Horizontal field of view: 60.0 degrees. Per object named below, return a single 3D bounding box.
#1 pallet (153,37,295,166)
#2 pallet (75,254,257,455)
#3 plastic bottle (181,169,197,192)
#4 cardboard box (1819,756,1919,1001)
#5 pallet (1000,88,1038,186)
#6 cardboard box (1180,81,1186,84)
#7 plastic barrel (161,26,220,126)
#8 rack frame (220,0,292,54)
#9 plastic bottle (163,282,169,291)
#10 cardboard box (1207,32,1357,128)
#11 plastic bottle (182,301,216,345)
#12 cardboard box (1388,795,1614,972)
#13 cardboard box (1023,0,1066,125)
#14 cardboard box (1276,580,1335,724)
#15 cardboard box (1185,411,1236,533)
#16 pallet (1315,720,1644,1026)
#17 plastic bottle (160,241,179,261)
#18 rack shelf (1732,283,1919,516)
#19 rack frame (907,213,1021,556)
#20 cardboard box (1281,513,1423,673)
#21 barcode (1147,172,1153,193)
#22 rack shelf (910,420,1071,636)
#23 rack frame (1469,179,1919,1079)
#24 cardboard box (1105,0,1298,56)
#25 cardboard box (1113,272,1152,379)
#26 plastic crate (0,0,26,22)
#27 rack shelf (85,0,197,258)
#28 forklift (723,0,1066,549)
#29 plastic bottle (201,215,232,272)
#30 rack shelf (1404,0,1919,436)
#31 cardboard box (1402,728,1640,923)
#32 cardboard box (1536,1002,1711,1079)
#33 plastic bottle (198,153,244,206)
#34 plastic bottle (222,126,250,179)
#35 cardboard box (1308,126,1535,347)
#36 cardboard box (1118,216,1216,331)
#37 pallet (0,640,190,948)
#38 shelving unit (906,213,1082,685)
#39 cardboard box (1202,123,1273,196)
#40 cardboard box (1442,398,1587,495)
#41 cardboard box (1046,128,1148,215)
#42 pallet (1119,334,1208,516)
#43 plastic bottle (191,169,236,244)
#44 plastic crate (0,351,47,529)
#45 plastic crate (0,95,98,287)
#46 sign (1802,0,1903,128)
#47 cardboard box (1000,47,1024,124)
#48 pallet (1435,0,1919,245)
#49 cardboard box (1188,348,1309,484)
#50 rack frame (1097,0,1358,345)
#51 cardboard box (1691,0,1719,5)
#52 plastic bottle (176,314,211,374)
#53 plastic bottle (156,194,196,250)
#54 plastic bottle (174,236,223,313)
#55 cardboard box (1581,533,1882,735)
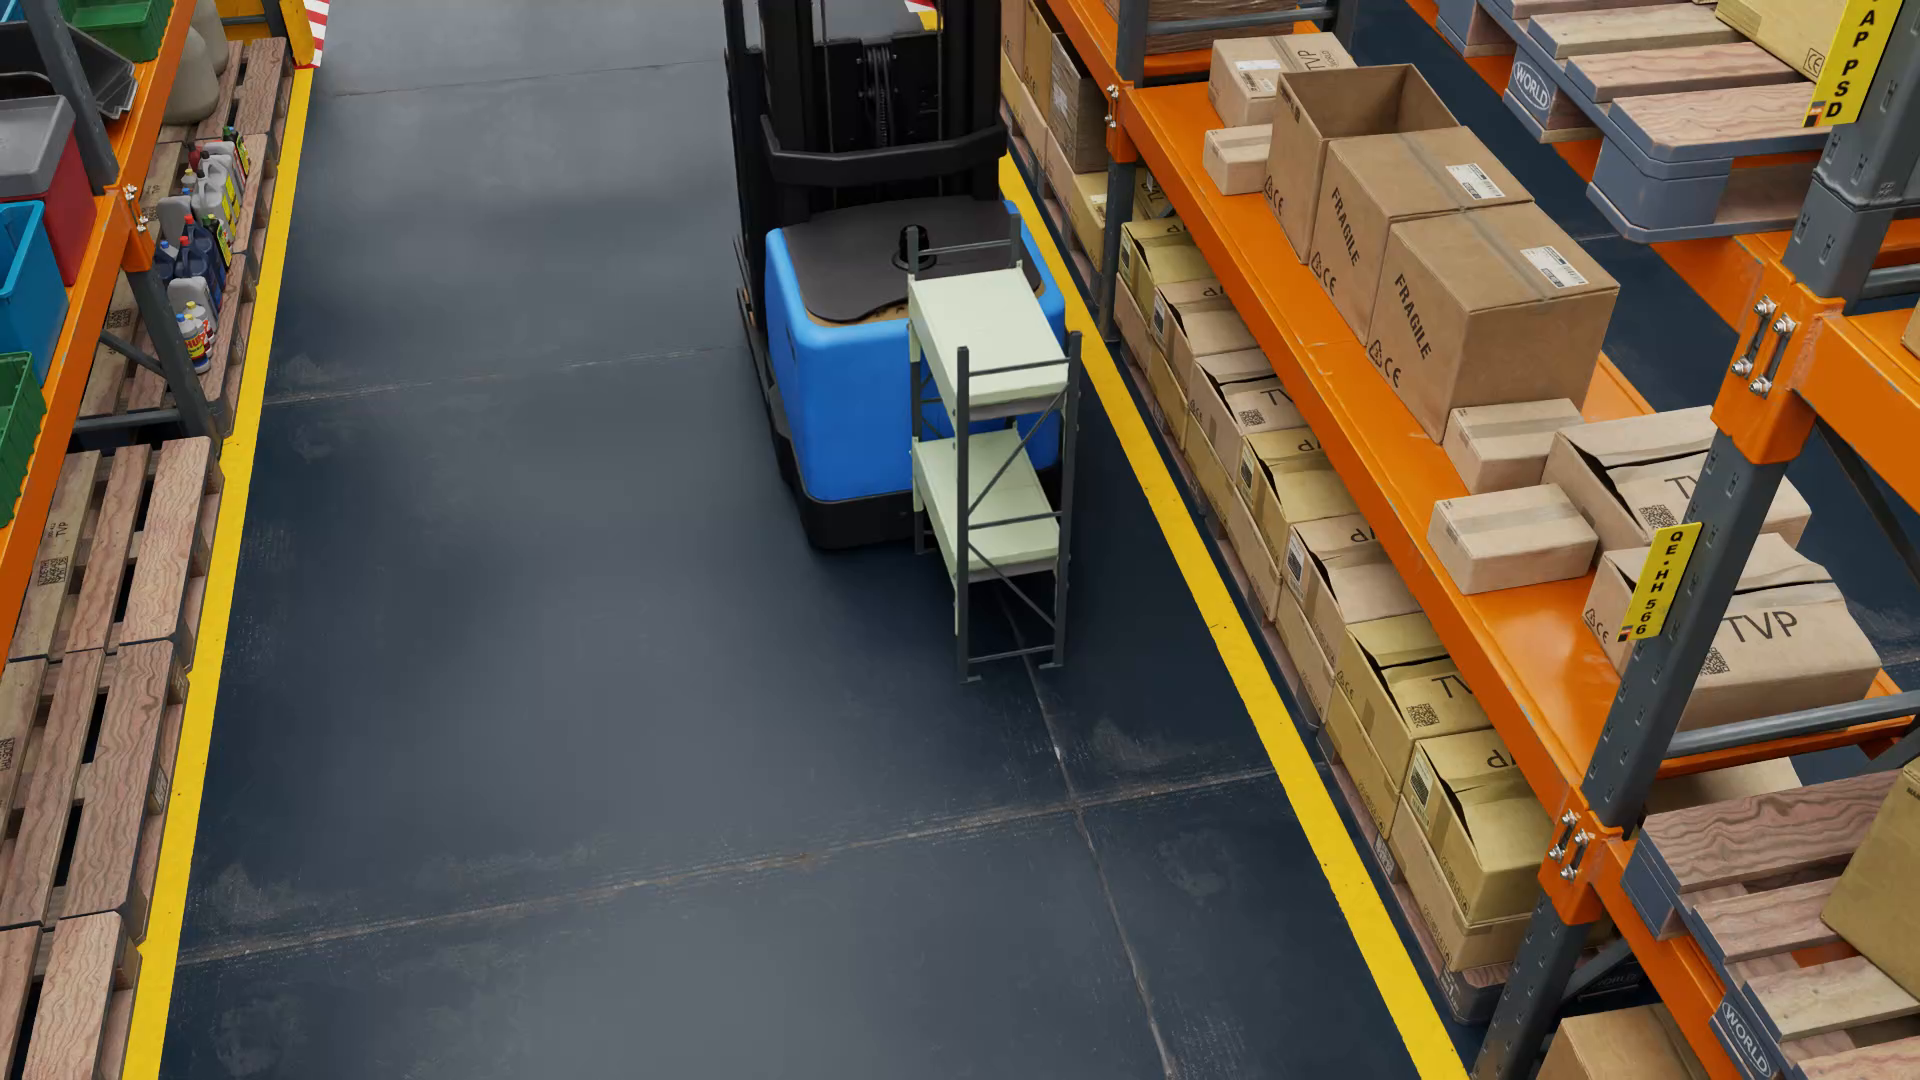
[{"bbox_3d":[-4.315,-2.421,9.319,1.003,0.211,1.213,-8,42,-9],"label":"pallet"},{"bbox_3d":[-3.789,-0.840,7.537,1.003,0.211,1.213,-8,42,-9],"label":"pallet"},{"bbox_3d":[-3.784,-1.737,8.224,0.097,0.201,0.097,0,42,0],"label":"plastic bottle"},{"bbox_3d":[2.262,0.642,3.376,0.700,0.500,0.500,-22,46,-23],"label":"cardboard box"},{"bbox_3d":[0.755,-2.420,9.317,1.003,0.211,1.213,-8,42,-9],"label":"pallet"},{"bbox_3d":[1.243,-2.226,8.188,0.500,0.500,0.500,-8,42,-9],"label":"cardboard box"},{"bbox_3d":[-4.223,-2.520,8.887,0.421,0.512,0.421,0,42,0],"label":"plastic barrel"},{"bbox_3d":[-4.548,-4.034,9.035,1.000,3.000,0.127,-8,42,-9],"label":"rack frame"},{"bbox_3d":[-3.526,-1.049,7.387,0.061,0.283,0.133,-8,42,-9],"label":"plastic bottle"},{"bbox_3d":[1.302,-1.780,6.608,0.500,0.250,0.500,-6,42,-7],"label":"cardboard box"},{"bbox_3d":[-3.369,-0.961,7.349,0.097,0.201,0.097,0,42,0],"label":"plastic bottle"},{"bbox_3d":[1.665,1.009,5.108,0.500,0.250,0.500,-7,42,-8],"label":"cardboard box"},{"bbox_3d":[0.631,-2.476,8.470,0.500,0.500,0.500,-8,42,-9],"label":"cardboard box"},{"bbox_3d":[1.444,0.349,5.852,0.500,0.250,0.500,-7,42,-8],"label":"cardboard box"},{"bbox_3d":[1.222,-0.314,6.599,0.500,0.250,0.500,-10,42,-11],"label":"cardboard box"},{"bbox_3d":[1.877,0.948,5.523,1.003,0.211,1.213,-8,42,-9],"label":"pallet"},{"bbox_3d":[-3.603,-1.245,7.617,0.097,0.271,0.097,0,42,0],"label":"plastic bottle"},{"bbox_3d":[2.448,0.888,1.773,1.077,0.370,4.000,-8,42,-9],"label":"rack shelf"},{"bbox_3d":[0.015,-0.536,6.224,0.400,1.500,0.023,-9,42,-10],"label":"rack frame"},{"bbox_3d":[1.438,0.138,5.668,0.500,0.311,0.500,-9,42,-10],"label":"cardboard box"},{"bbox_3d":[0.801,-1.512,7.023,0.001,0.075,0.075,-8,42,-9],"label":"barcode"},{"bbox_3d":[0.101,-0.056,6.174,0.431,0.370,0.720,-9,42,-10],"label":"rack shelf"},{"bbox_3d":[2.016,0.444,3.990,1.000,3.000,0.127,-8,42,-9],"label":"rack frame"},{"bbox_3d":[1.051,-2.473,7.201,0.700,0.500,0.500,-9,42,-10],"label":"cardboard box"},{"bbox_3d":[0.998,-0.980,7.350,0.500,0.250,0.500,-9,42,-10],"label":"cardboard box"},{"bbox_3d":[-4.189,-2.064,6.928,0.499,0.251,0.616,-8,42,-9],"label":"plastic crate"},{"bbox_3d":[-4.116,-2.469,7.813,1.077,0.370,4.000,-8,42,-9],"label":"rack shelf"},{"bbox_3d":[-0.433,-2.049,6.850,1.130,2.935,3.031,-9,42,-10],"label":"forklift"},{"bbox_3d":[-3.489,-1.408,7.791,0.061,0.283,0.133,-7,42,-7],"label":"plastic bottle"},{"bbox_3d":[1.585,-1.705,4.694,1.077,0.370,4.000,-8,42,-9],"label":"rack shelf"},{"bbox_3d":[1.663,0.801,4.920,0.500,0.311,0.500,-7,42,-8],"label":"cardboard box"},{"bbox_3d":[1.835,1.550,4.295,0.500,0.500,0.500,-7,42,-7],"label":"cardboard box"},{"bbox_3d":[-3.666,-1.795,8.233,0.152,0.276,0.135,-9,42,-10],"label":"plastic bottle"},{"bbox_3d":[-3.680,-1.982,8.438,0.061,0.283,0.133,-7,42,-8],"label":"plastic bottle"},{"bbox_3d":[1.525,-1.020,5.564,0.500,0.500,0.500,-8,42,-9],"label":"cardboard box"},{"bbox_3d":[0.999,-1.184,7.156,0.500,0.311,0.500,-8,42,-9],"label":"cardboard box"},{"bbox_3d":[-3.210,0.897,5.580,1.003,0.211,1.213,-8,42,-9],"label":"pallet"},{"bbox_3d":[0.101,-0.300,5.958,0.431,1.500,0.755,-9,42,-10],"label":"shelving unit"},{"bbox_3d":[1.144,-1.451,6.314,0.380,0.149,0.250,-8,42,-9],"label":"cardboard box"},{"bbox_3d":[1.686,-0.280,4.996,0.380,0.149,0.250,-5,42,-6],"label":"cardboard box"},{"bbox_3d":[0.741,-1.872,8.354,0.500,0.250,0.500,-8,42,-9],"label":"cardboard box"},{"bbox_3d":[1.350,-0.634,7.305,1.003,0.211,1.213,-8,42,-9],"label":"pallet"},{"bbox_3d":[-3.586,-1.596,7.952,0.144,0.351,0.185,-9,42,-10],"label":"plastic bottle"},{"bbox_3d":[-3.033,-0.274,4.958,0.450,0.188,0.662,-8,42,-9],"label":"plastic crate"},{"bbox_3d":[-3.281,-1.195,5.789,0.402,0.464,0.583,-8,42,-9],"label":"plastic crate"},{"bbox_3d":[1.473,-0.826,2.713,0.100,0.325,0.005,-8,42,-9],"label":"sign"},{"bbox_3d":[0.510,-2.518,9.082,0.500,0.250,0.500,-8,42,-9],"label":"cardboard box"},{"bbox_3d":[1.782,-1.034,3.538,1.213,0.211,1.003,-7,42,-7],"label":"pallet"},{"bbox_3d":[1.215,-0.523,6.412,0.500,0.311,0.500,-10,43,-11],"label":"cardboard box"},{"bbox_3d":[1.153,-2.149,6.911,1.000,3.000,0.127,-8,42,-9],"label":"rack frame"},{"bbox_3d":[1.733,-1.402,3.607,0.500,0.250,0.500,-7,42,-8],"label":"cardboard box"},{"bbox_3d":[-3.325,-0.855,7.177,0.097,0.271,0.097,0,42,0],"label":"plastic bottle"},{"bbox_3d":[-3.725,-1.530,7.935,0.152,0.276,0.135,-8,42,-9],"label":"plastic bottle"},{"bbox_3d":[-3.454,-1.198,7.504,0.144,0.351,0.185,-7,42,-8],"label":"plastic bottle"},{"bbox_3d":[1.980,0.235,4.292,0.500,0.311,0.500,-6,42,-7],"label":"cardboard box"}]
